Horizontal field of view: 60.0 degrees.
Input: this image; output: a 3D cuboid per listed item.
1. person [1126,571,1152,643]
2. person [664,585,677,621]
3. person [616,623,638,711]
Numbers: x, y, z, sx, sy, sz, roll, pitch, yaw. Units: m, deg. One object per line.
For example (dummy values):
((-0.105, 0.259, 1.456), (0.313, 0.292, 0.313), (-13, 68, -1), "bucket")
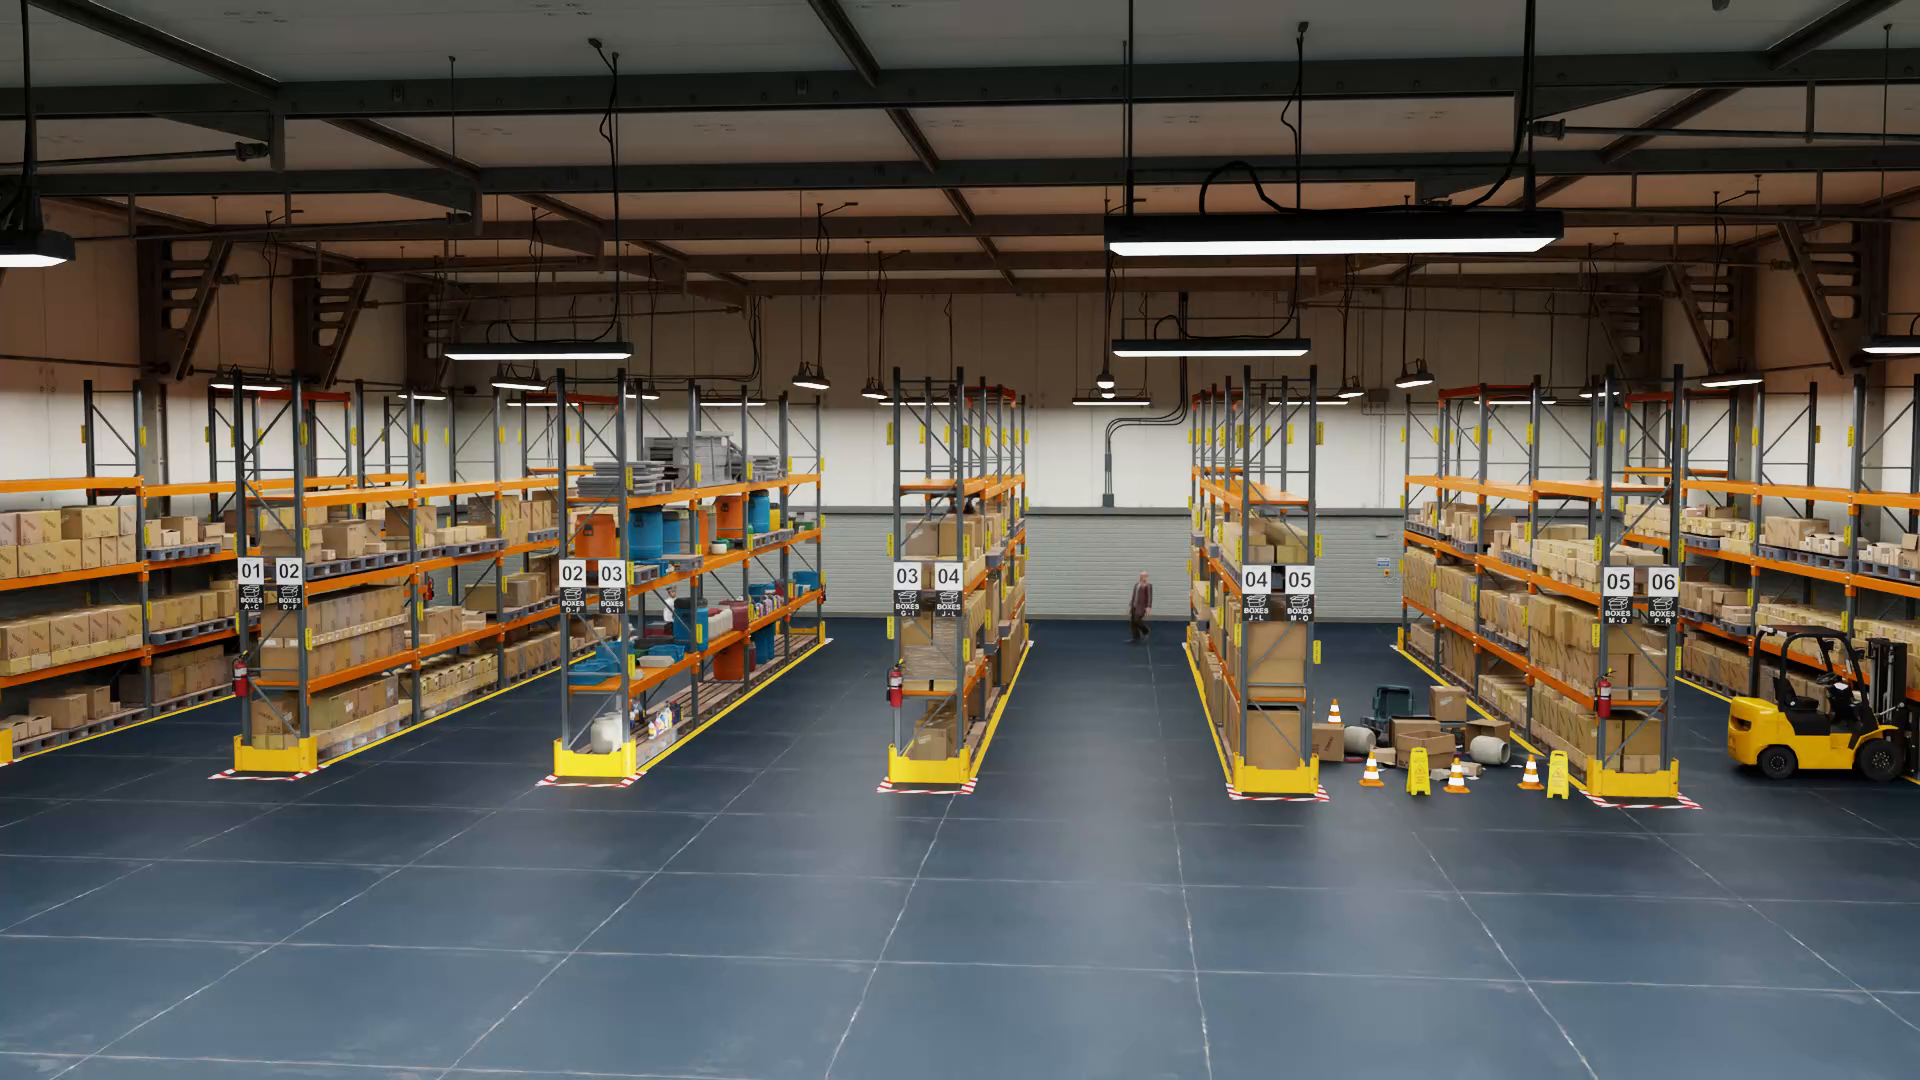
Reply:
((4.340, 1.624, 40.056), (0.553, 1.747, 0.683), (-2, 4, -33), "person")
((-6.364, 1.856, 37.126), (0.440, 1.695, 0.507), (1, 4, 15), "person")
((-5.980, 2.361, 29.922), (0.389, 1.735, 0.558), (3, 5, 44), "person")
